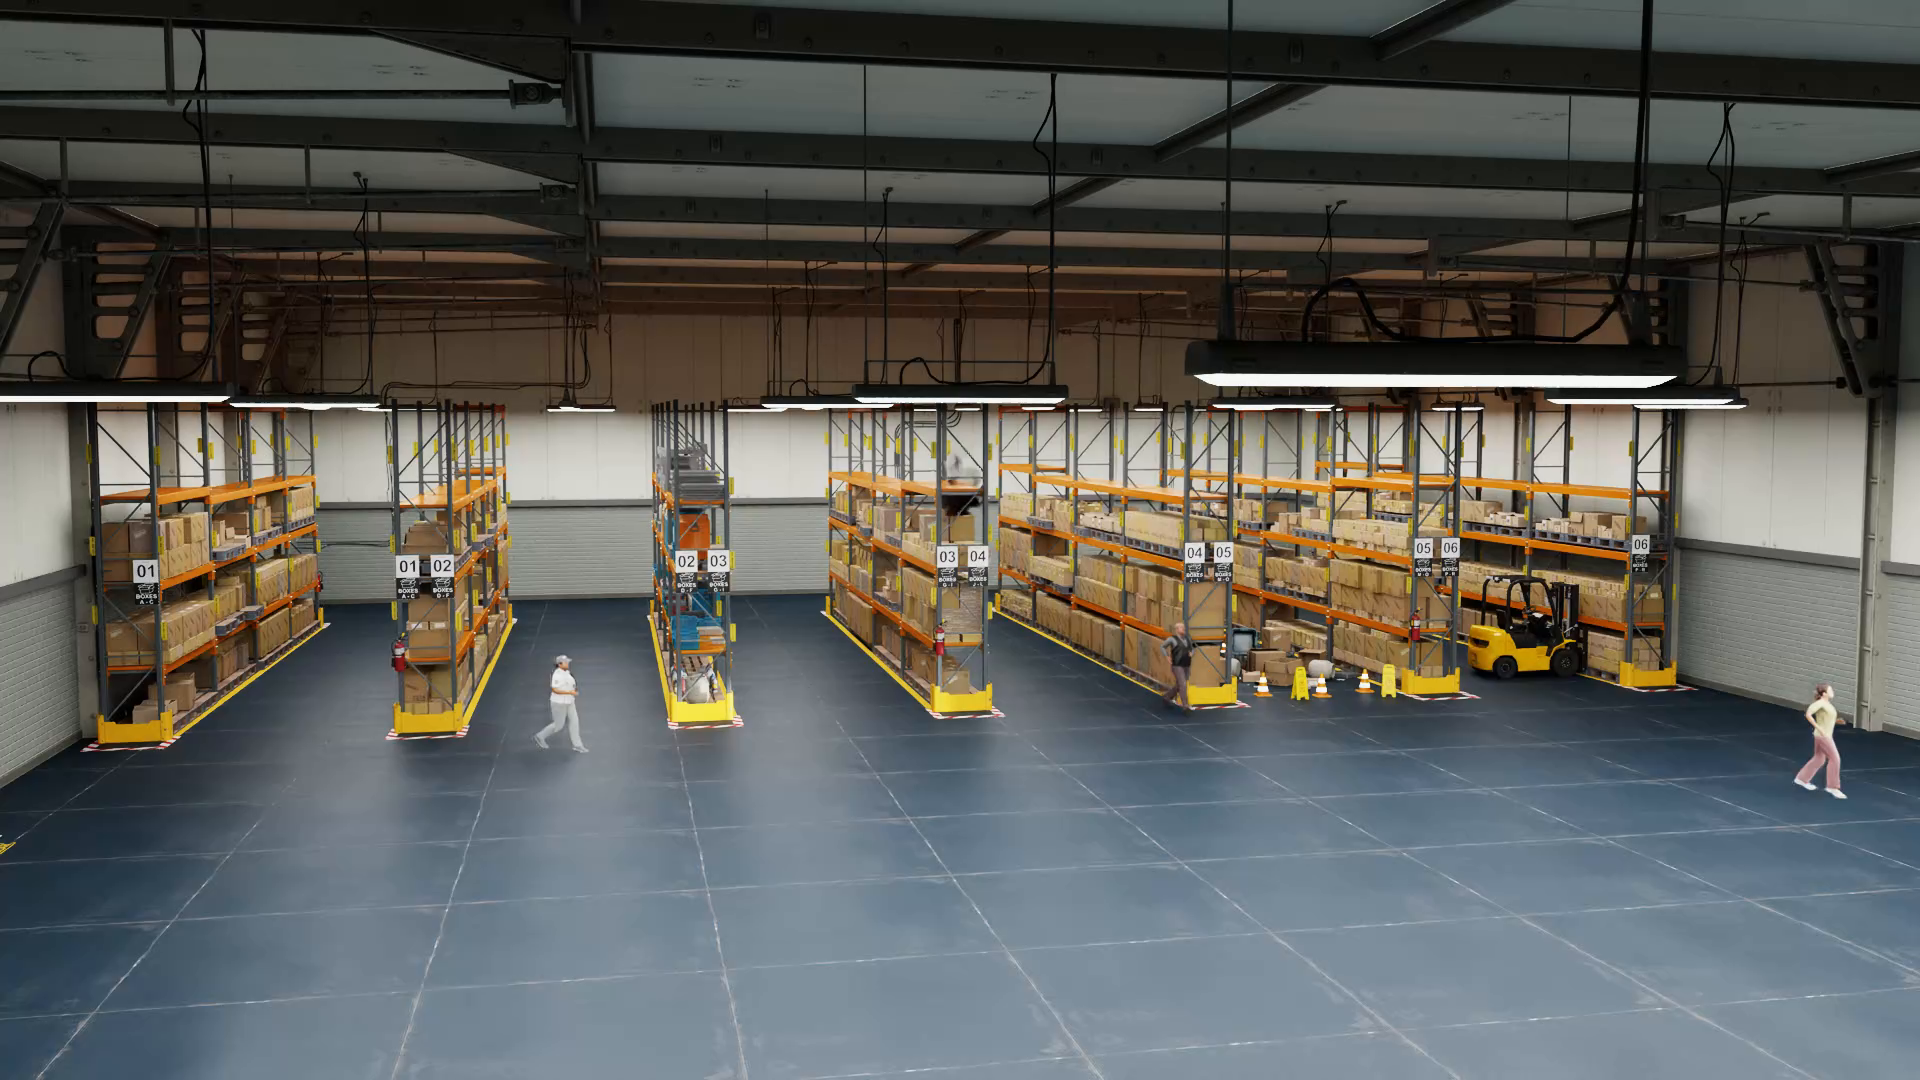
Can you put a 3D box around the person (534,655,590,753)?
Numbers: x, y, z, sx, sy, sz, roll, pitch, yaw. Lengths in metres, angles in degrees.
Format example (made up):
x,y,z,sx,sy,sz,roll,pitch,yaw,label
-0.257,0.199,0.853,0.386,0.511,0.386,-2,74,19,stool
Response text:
x,y,z,sx,sy,sz,roll,pitch,yaw,label
-6.726,2.772,28.057,0.931,1.674,0.624,1,4,10,person

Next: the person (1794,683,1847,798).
x,y,z,sx,sy,sz,roll,pitch,yaw,label
12.995,3.004,25.063,0.726,1.707,0.581,3,5,32,person

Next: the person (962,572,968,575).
x,y,z,sx,sy,sz,roll,pitch,yaw,label
0.224,1.392,46.269,0.554,1.654,0.599,-1,4,-12,person

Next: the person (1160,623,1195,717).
x,y,z,sx,sy,sz,roll,pitch,yaw,label
4.242,2.460,31.911,0.694,1.742,0.893,-4,6,-43,person
